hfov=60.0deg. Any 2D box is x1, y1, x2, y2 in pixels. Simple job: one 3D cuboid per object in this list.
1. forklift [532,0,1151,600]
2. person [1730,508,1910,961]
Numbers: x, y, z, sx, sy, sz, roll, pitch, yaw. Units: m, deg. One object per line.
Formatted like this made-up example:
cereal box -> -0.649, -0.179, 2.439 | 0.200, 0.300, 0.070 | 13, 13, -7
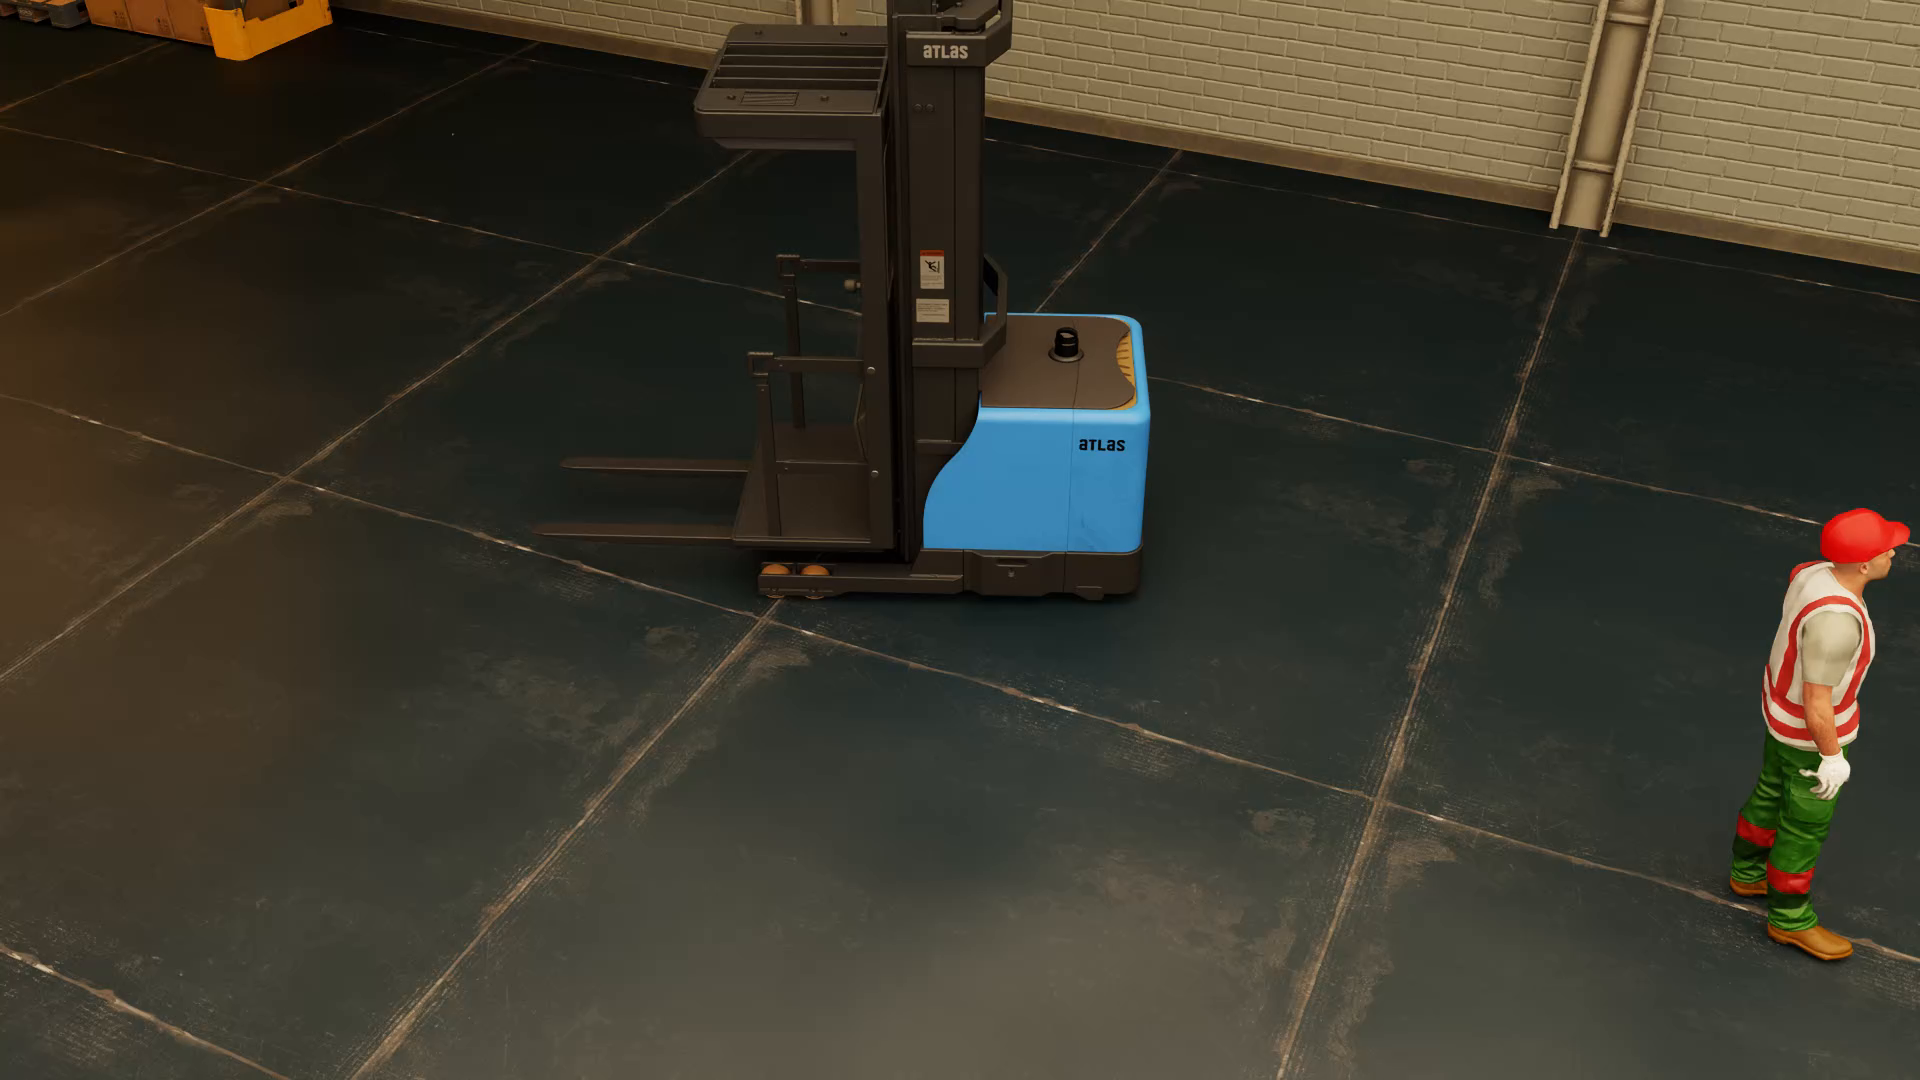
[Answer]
forklift -> -0.608, -1.208, 7.780 | 3.031, 2.935, 1.130 | 1, 36, 2
person -> 3.202, 0.681, 6.104 | 0.563, 1.788, 0.638 | 9, 37, 13
